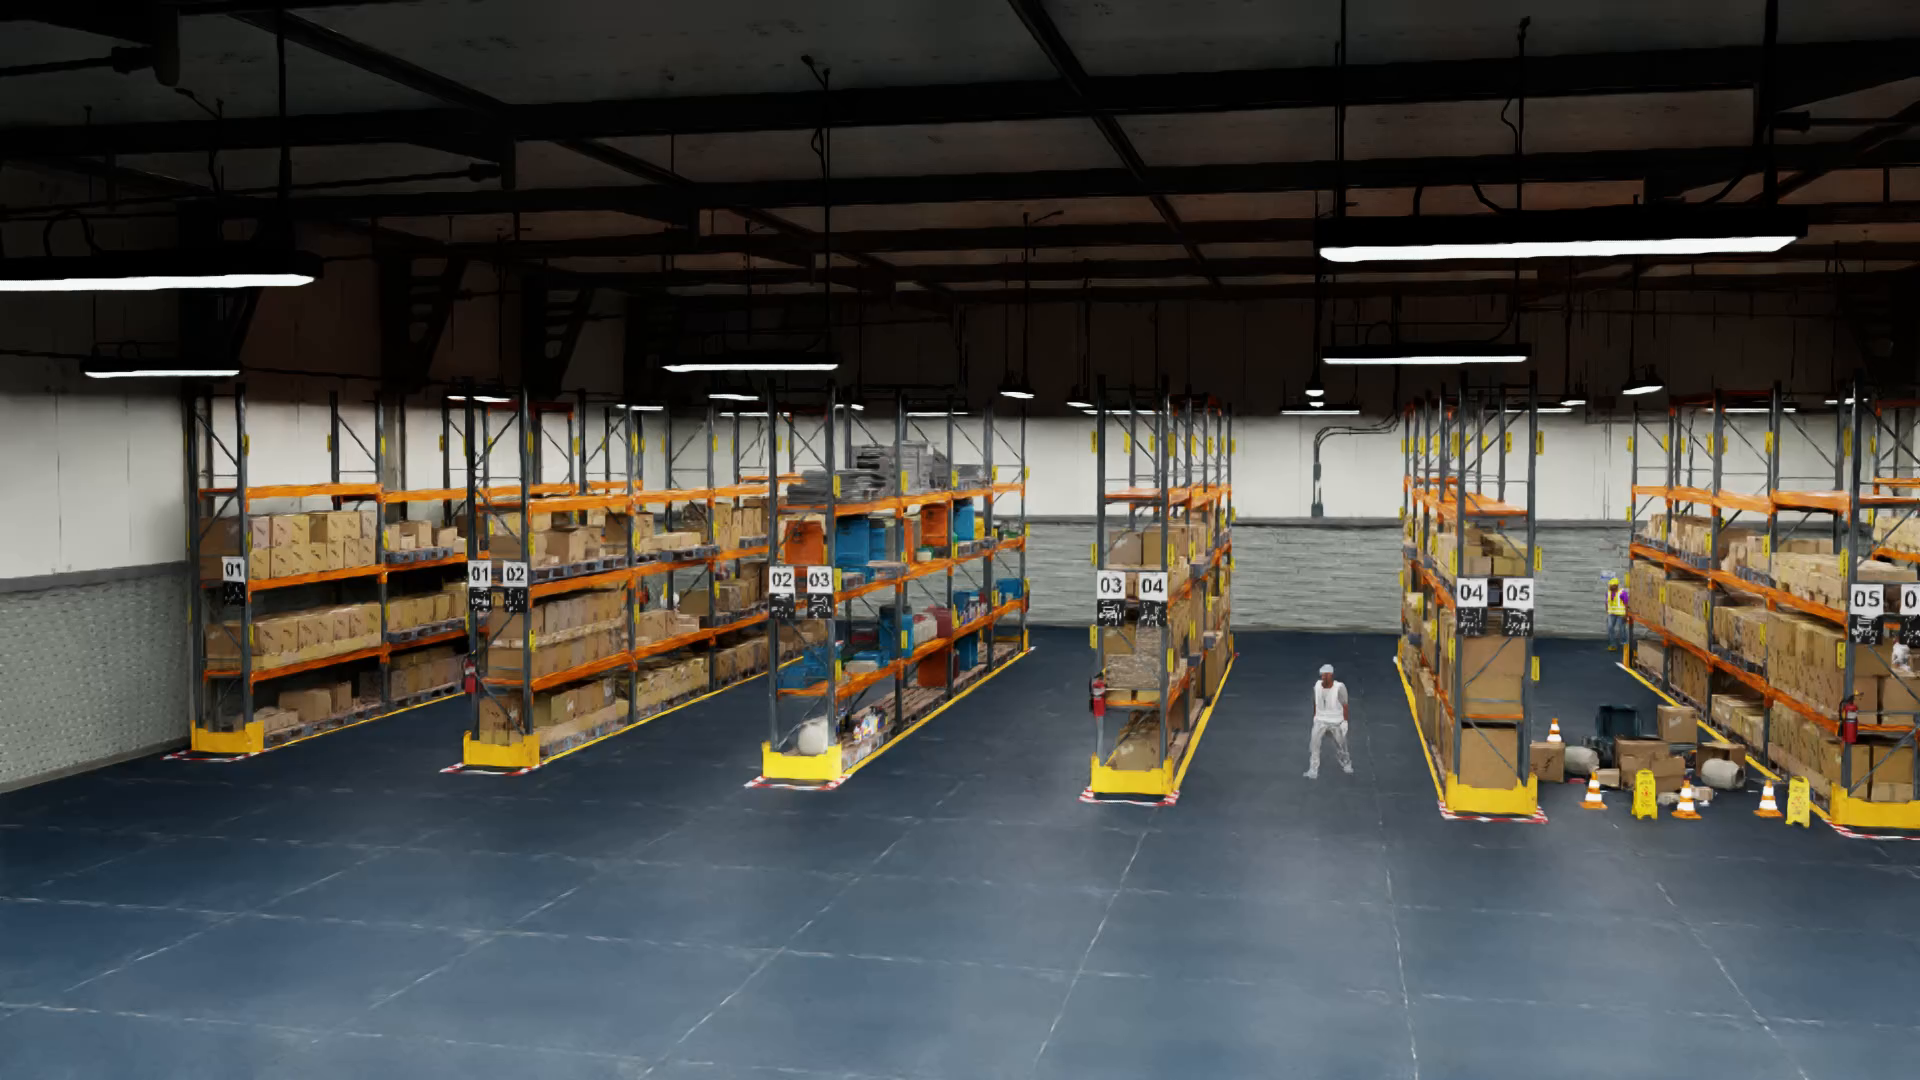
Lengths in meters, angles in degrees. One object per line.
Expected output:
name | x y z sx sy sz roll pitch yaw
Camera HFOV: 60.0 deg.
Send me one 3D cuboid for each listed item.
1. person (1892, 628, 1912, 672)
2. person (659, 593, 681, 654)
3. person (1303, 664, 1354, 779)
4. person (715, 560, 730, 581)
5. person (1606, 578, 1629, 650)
person | 16.524 2.434 29.345 0.579 1.748 0.636 3 4 39
person | -6.988 1.859 40.031 0.591 1.716 1.042 1 3 12
person | 5.565 2.713 25.037 0.608 1.735 0.984 2 4 34
person | -6.833 1.441 46.868 0.785 1.769 0.520 -2 4 -30
person | 16.093 1.806 40.701 0.574 1.753 0.599 -3 4 -40
